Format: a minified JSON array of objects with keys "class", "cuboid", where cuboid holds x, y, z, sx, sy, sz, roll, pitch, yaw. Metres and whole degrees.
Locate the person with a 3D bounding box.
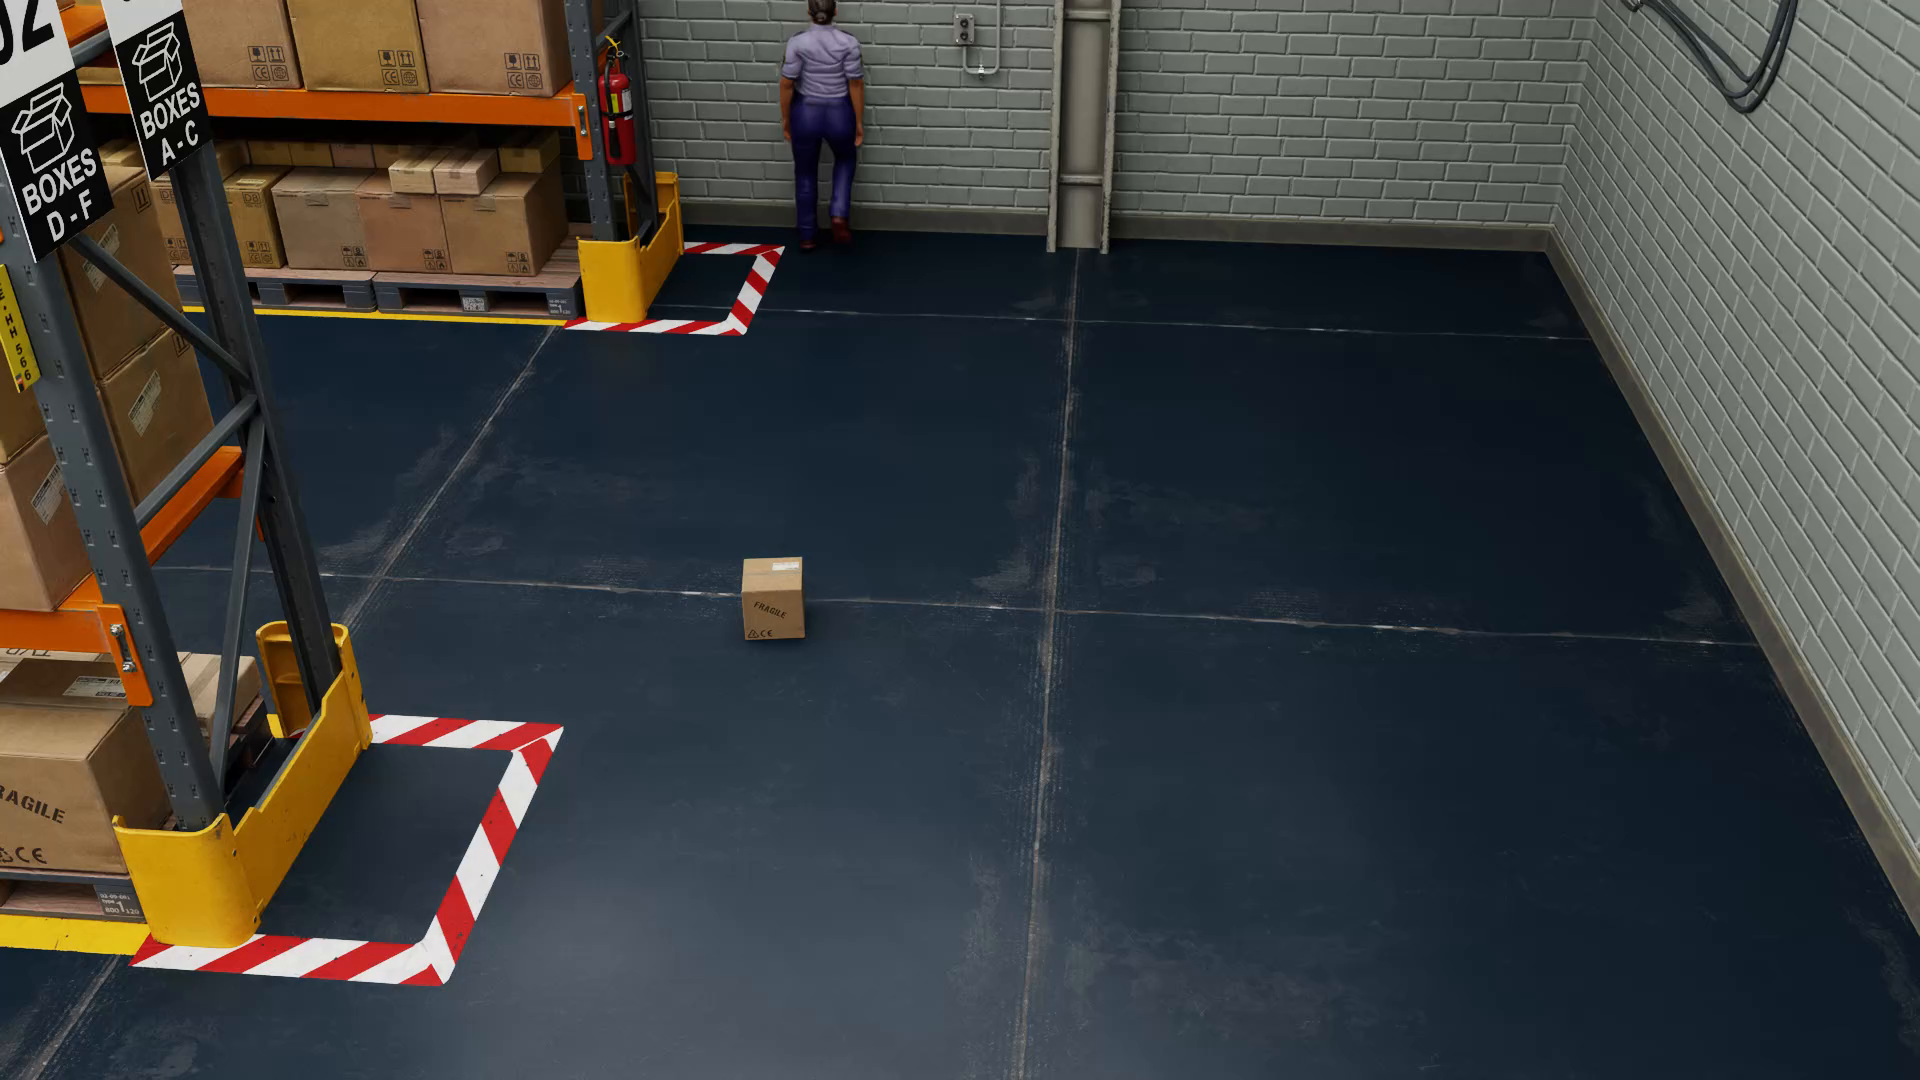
[{"class":"person","cuboid":[-0.849,-2.589,10.243,0.509,1.650,0.482,-4,32,-6]}]
